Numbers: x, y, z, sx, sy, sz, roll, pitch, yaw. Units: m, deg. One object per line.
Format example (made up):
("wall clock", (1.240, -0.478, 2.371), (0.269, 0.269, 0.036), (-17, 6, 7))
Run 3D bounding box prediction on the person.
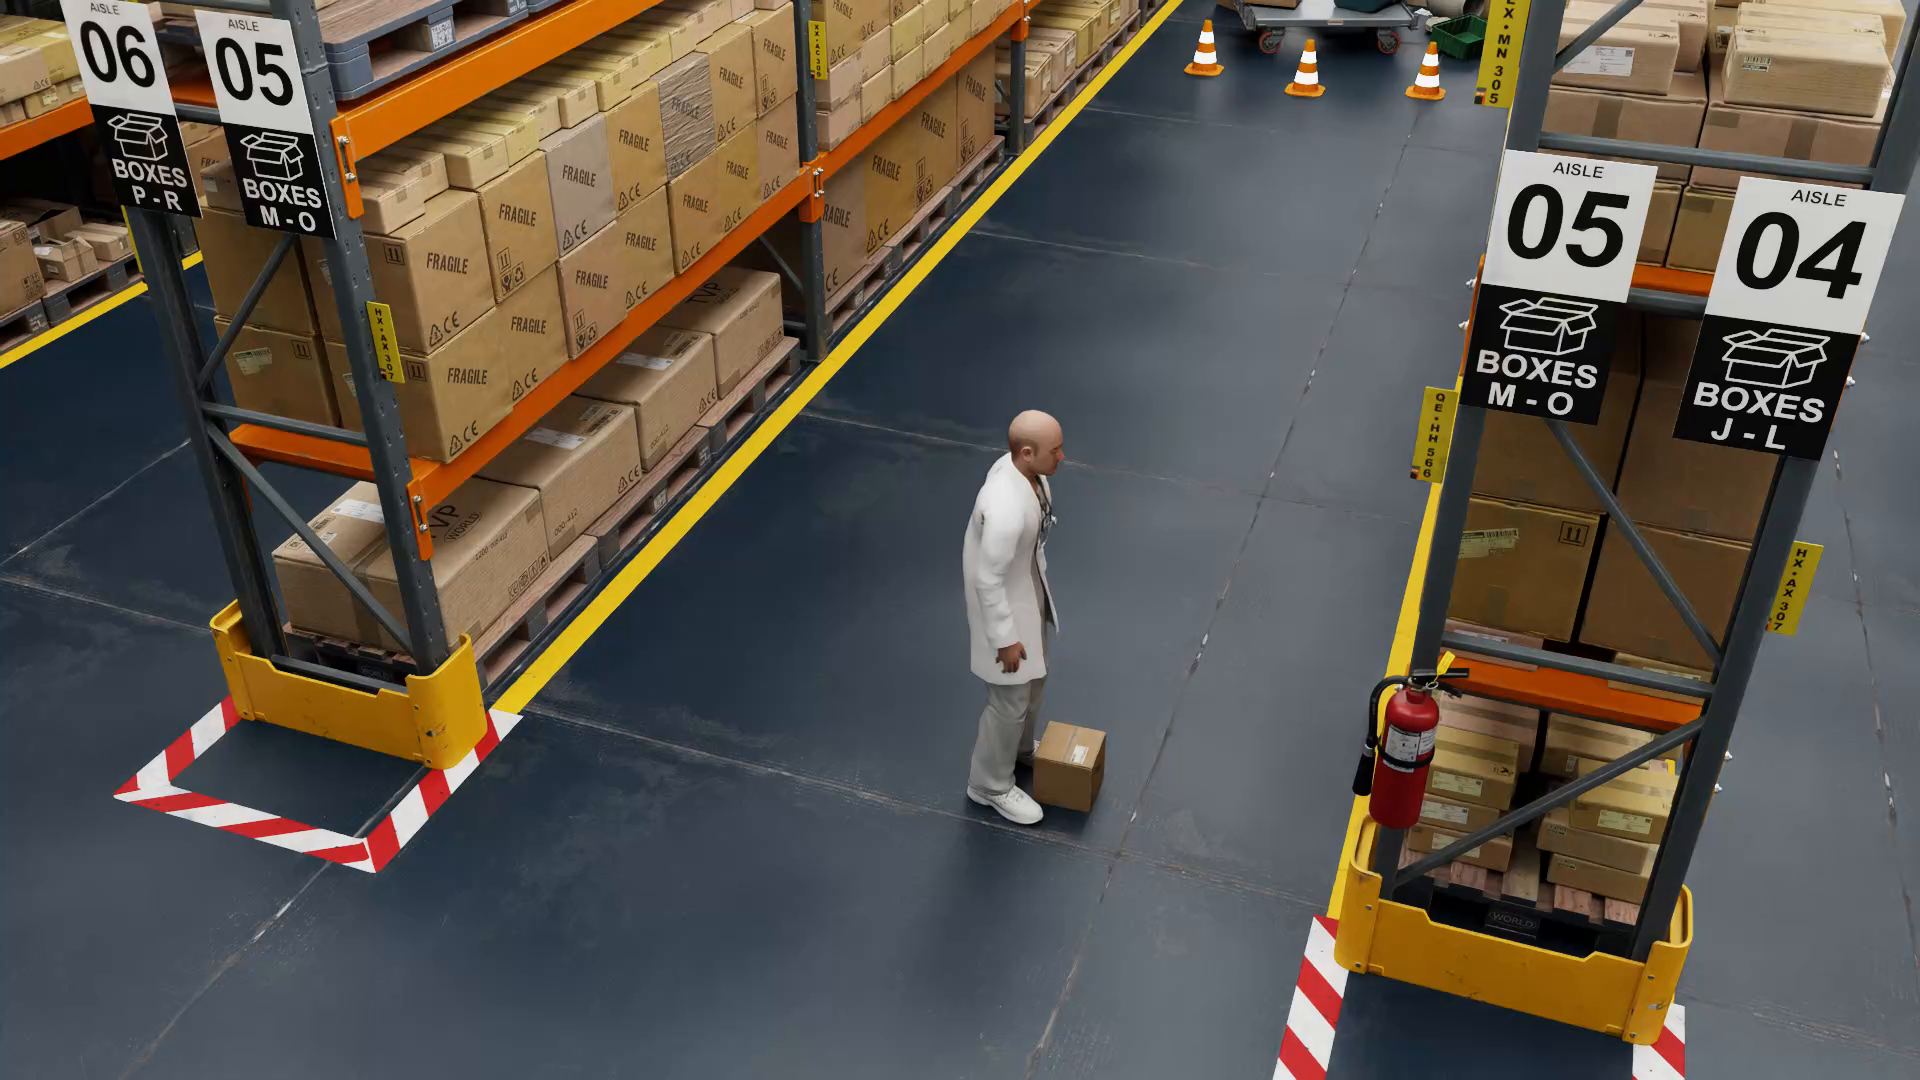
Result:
("person", (7.822, -1.814, 9.966), (12.853, 1.773, 12.280), (9, 34, 14))
